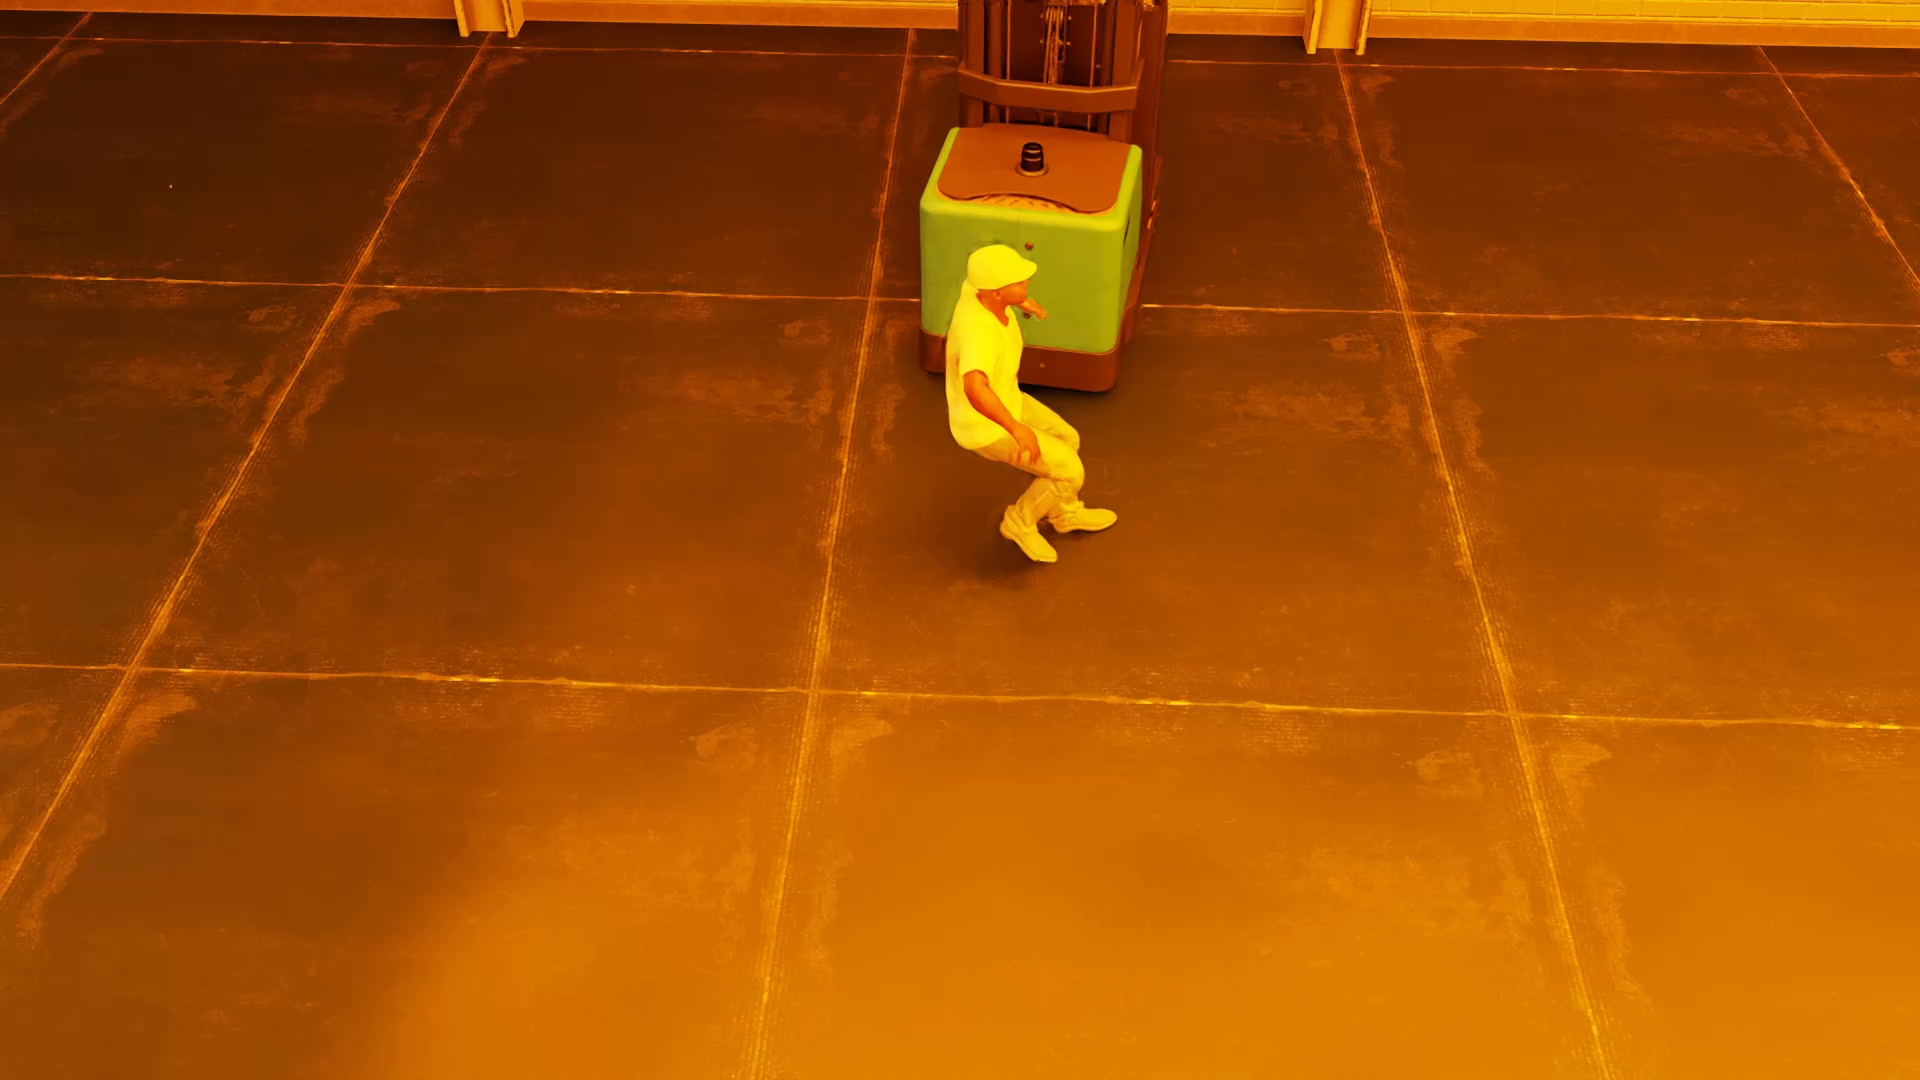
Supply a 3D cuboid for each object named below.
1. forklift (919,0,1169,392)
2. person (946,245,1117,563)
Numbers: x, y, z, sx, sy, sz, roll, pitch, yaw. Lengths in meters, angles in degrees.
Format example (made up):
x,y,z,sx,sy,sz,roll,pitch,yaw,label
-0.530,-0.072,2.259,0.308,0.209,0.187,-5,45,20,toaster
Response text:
x,y,z,sx,sy,sz,roll,pitch,yaw,label
0.581,-2.858,8.873,1.130,2.935,3.031,8,43,8,forklift
0.342,-0.603,7.389,0.800,1.617,1.170,3,42,4,person
